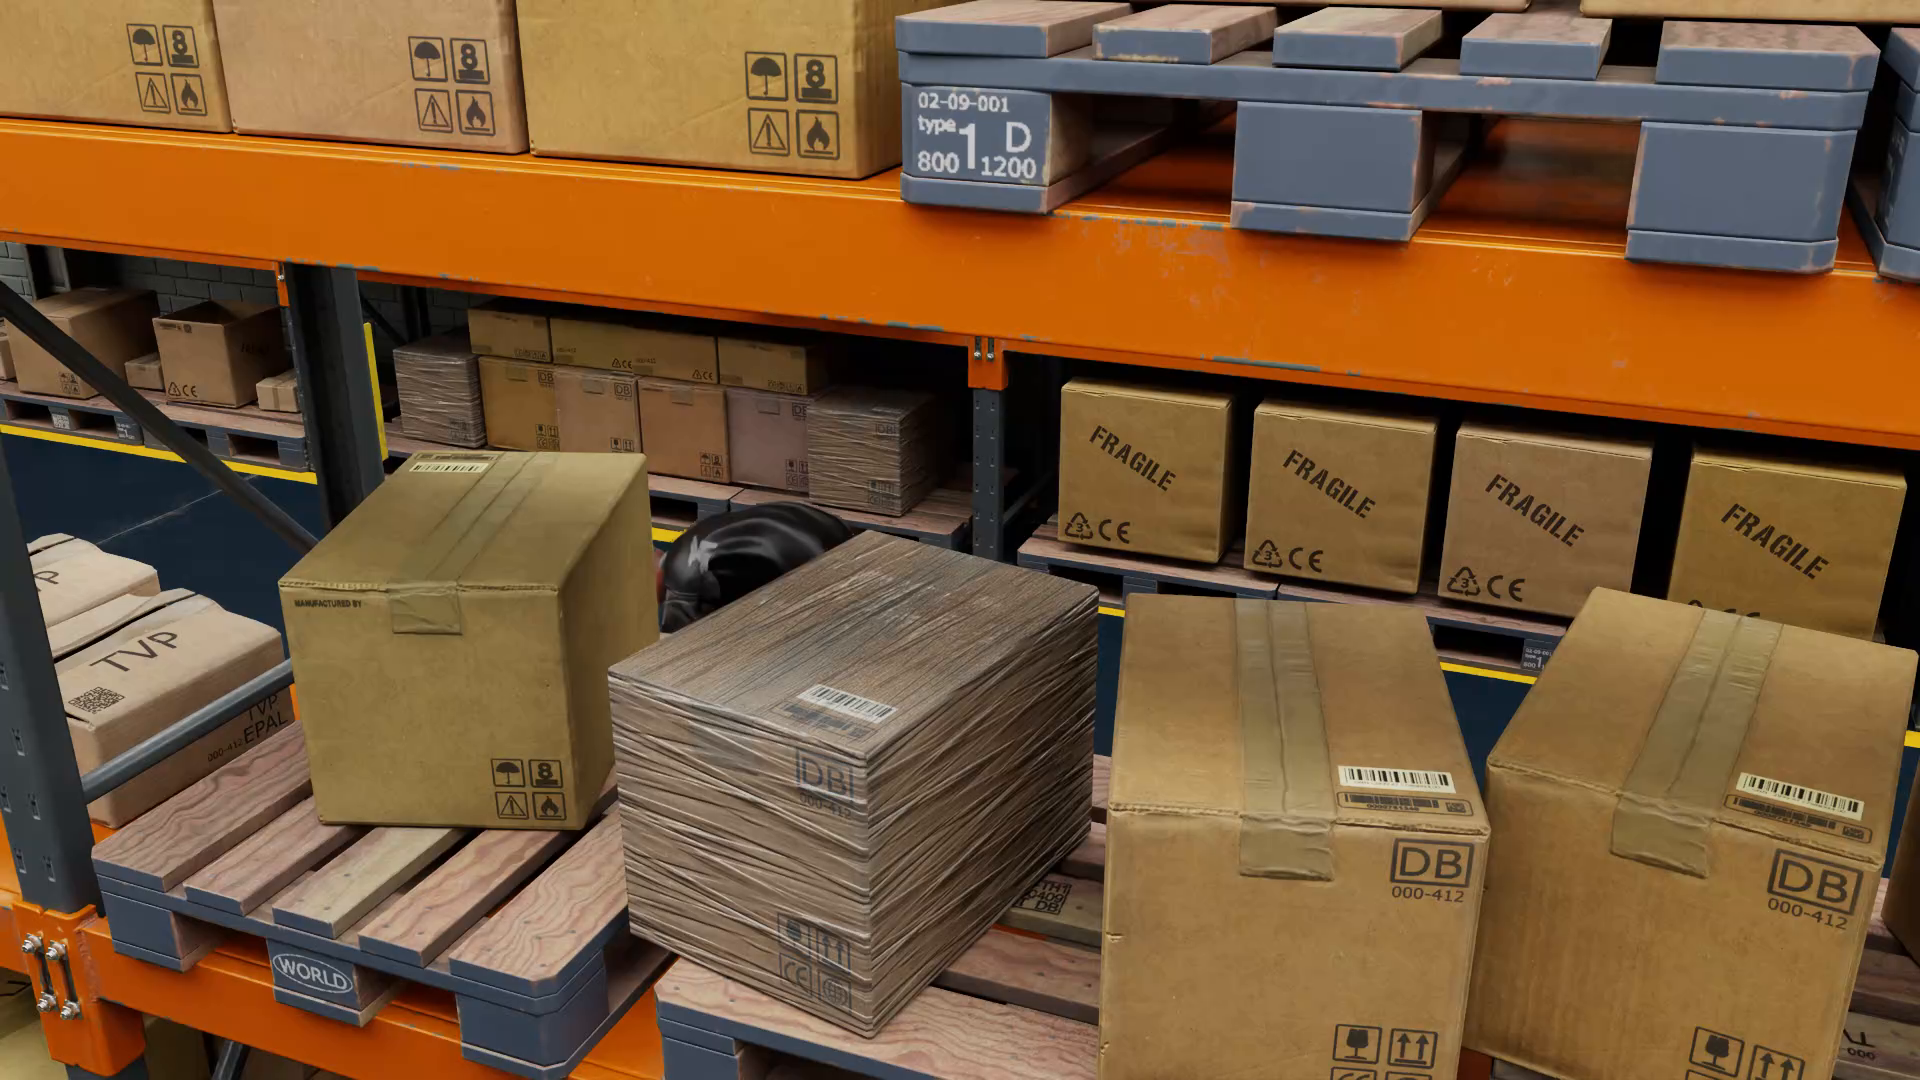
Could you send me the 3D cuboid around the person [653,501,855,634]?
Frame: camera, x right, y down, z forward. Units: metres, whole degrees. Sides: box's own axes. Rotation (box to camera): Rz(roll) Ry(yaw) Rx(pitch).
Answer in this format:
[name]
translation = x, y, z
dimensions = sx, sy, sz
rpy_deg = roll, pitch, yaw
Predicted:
[person]
translation = -0.845, 0.315, 6.340
dimensions = 0.944, 0.973, 0.511
rpy_deg = 7, 23, 18
